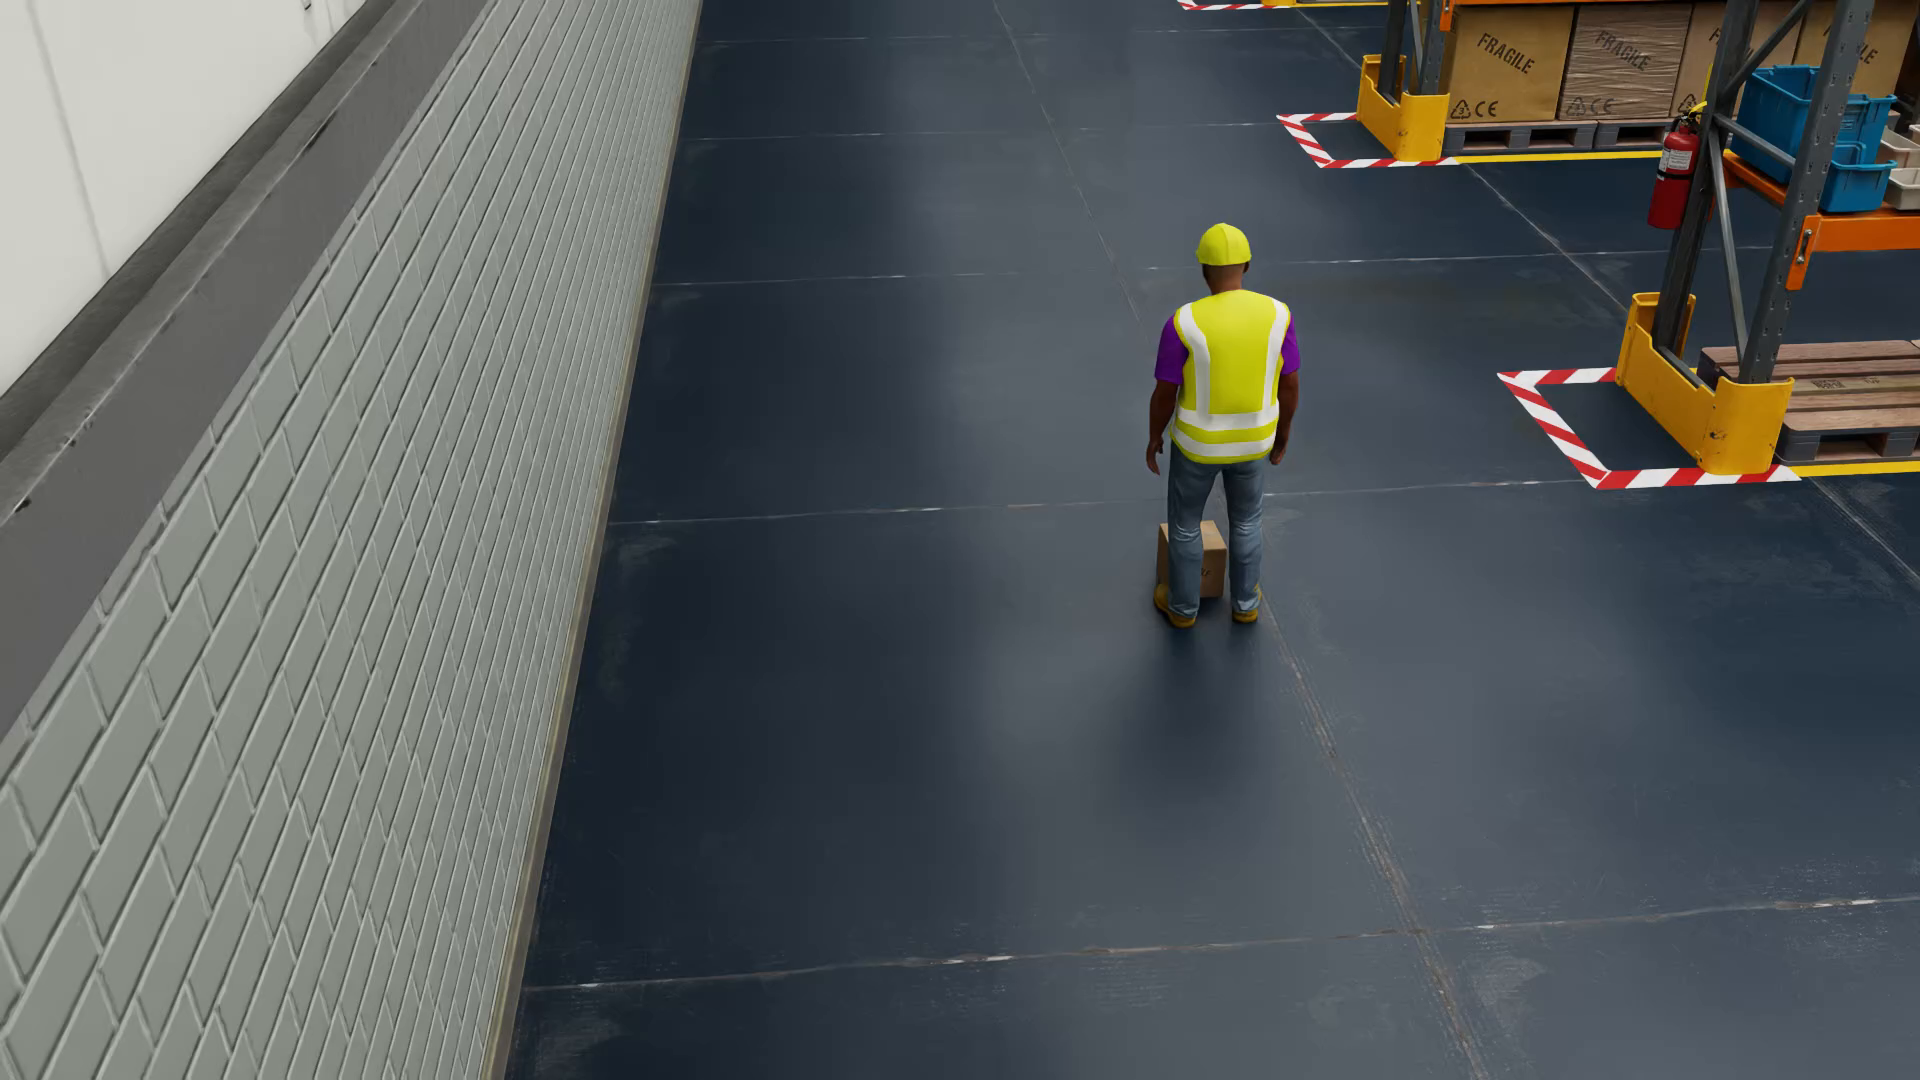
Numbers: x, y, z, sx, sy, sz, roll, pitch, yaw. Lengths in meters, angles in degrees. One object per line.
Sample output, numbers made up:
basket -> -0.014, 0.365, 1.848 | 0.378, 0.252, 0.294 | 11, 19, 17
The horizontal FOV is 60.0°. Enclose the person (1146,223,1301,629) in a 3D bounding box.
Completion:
person -> 1.064, -0.439, 6.849 | 0.621, 1.759, 0.459 | -4, 31, -7
